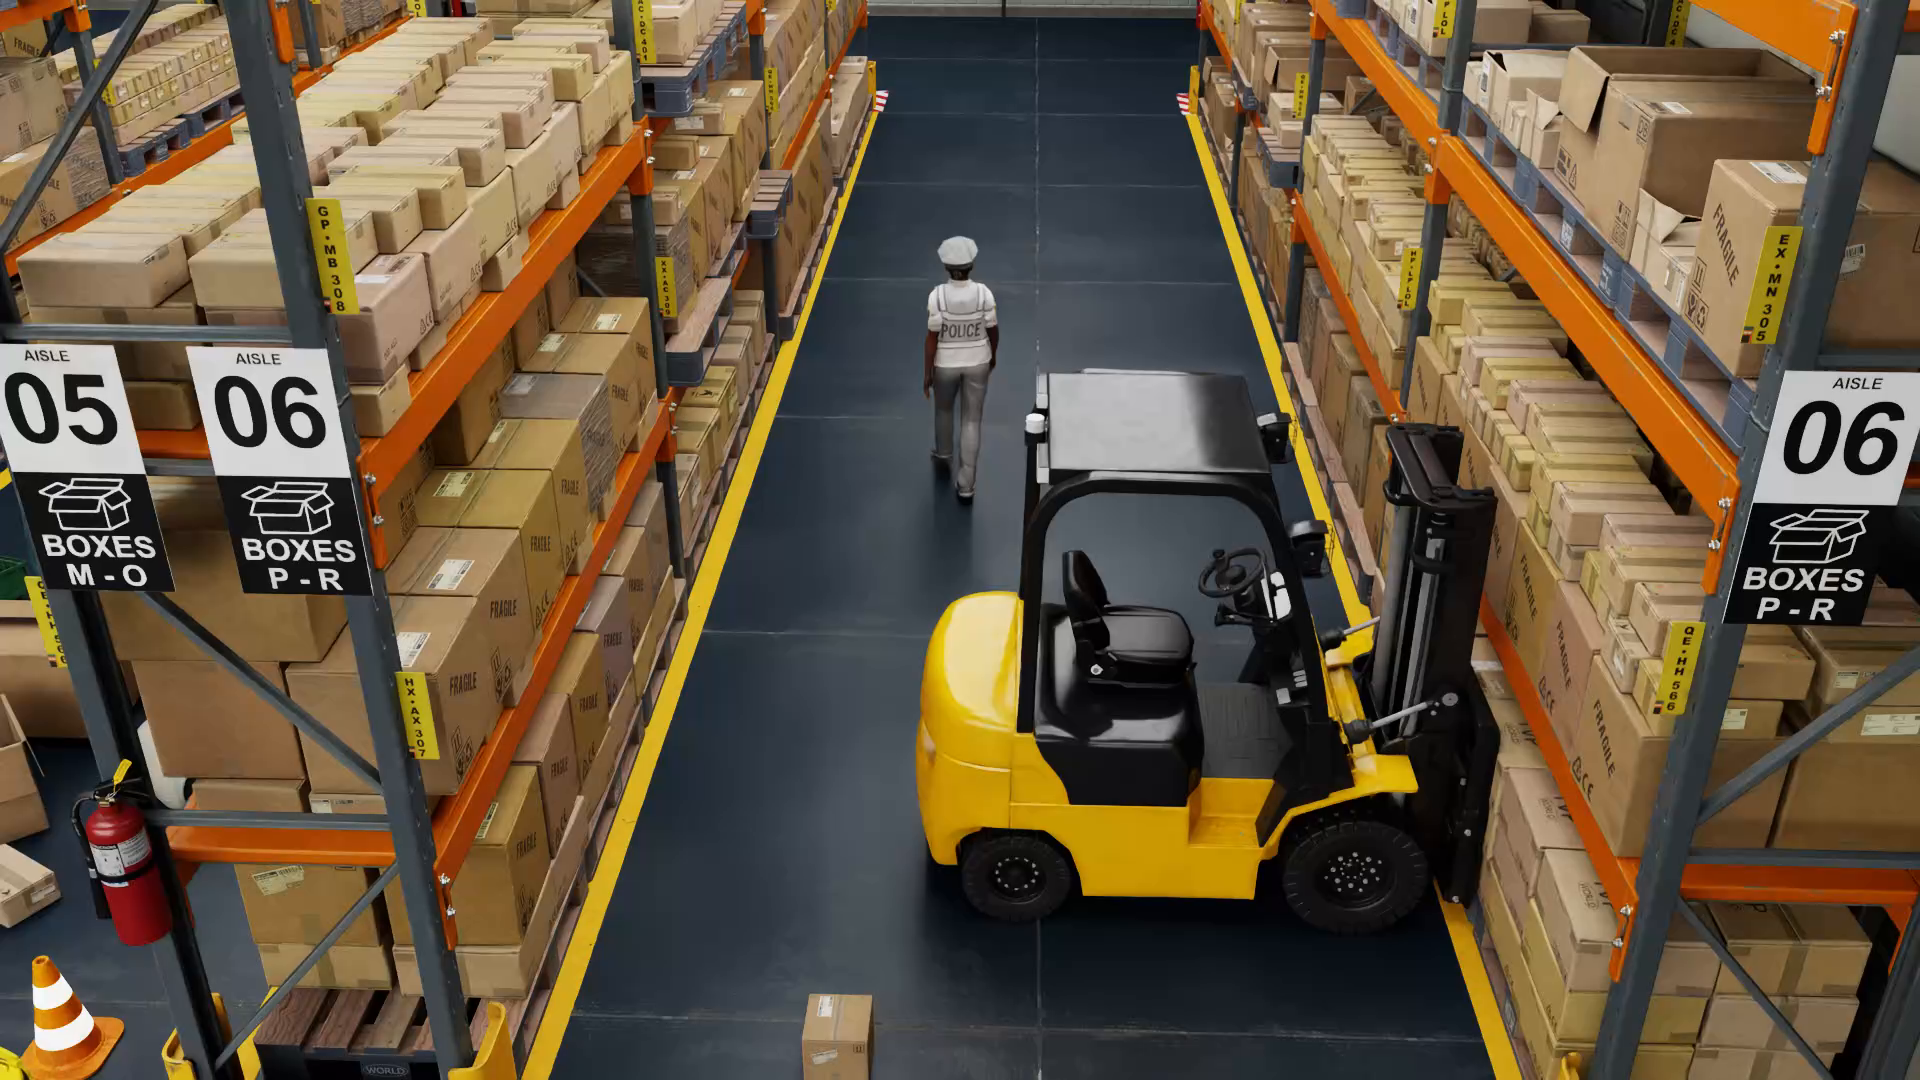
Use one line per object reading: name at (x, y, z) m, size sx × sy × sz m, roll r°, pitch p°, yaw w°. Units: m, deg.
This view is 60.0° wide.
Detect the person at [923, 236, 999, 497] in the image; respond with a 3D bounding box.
person at (0.006, -1.167, 10.762) m, size 0.484 × 1.675 × 0.862 m, roll 0°, pitch 28°, yaw -1°
